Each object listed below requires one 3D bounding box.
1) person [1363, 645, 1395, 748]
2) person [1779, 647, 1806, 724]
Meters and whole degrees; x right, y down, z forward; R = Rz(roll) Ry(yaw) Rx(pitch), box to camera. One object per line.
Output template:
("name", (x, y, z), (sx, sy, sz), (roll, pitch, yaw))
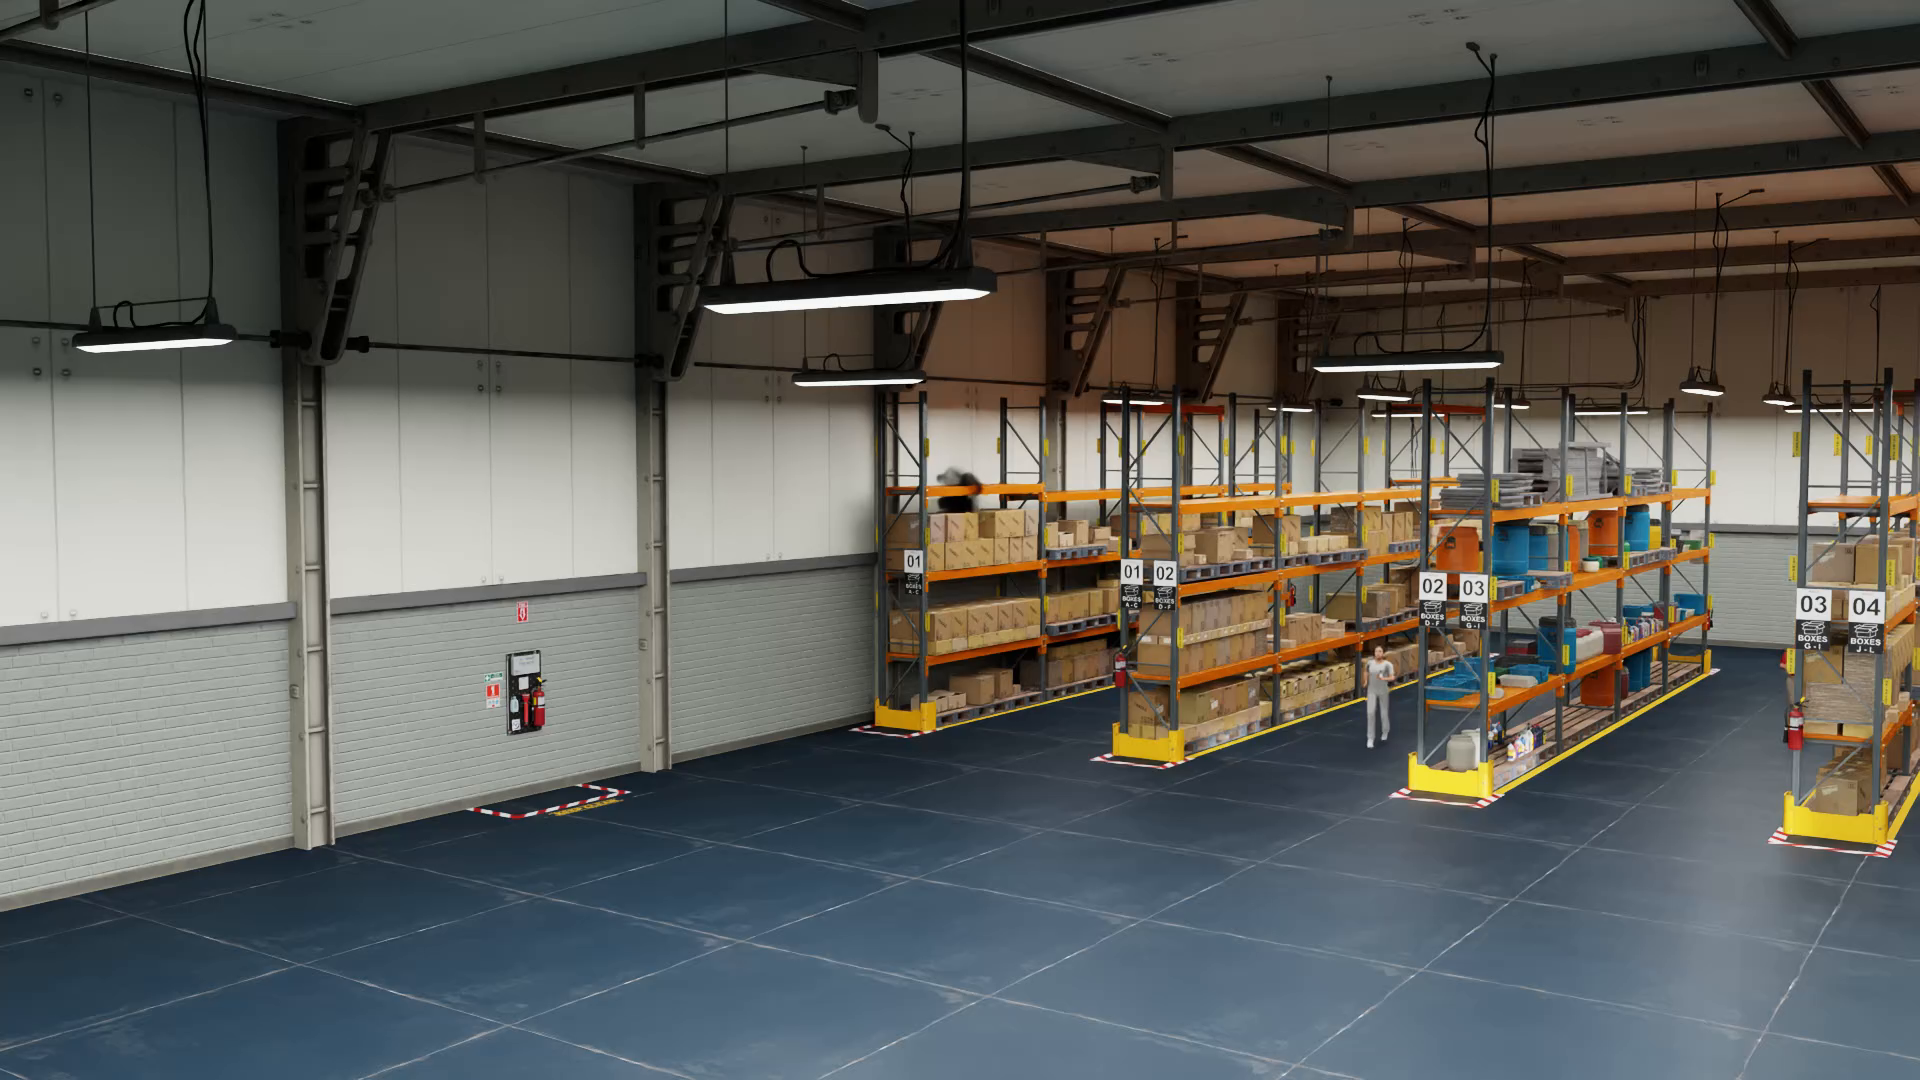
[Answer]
("person", (7.028, 2.591, 27.925), (0.558, 1.678, 0.940), (1, 3, 24))
("person", (14.602, 2.534, 28.925), (0.642, 1.787, 0.762), (2, 4, 30))
